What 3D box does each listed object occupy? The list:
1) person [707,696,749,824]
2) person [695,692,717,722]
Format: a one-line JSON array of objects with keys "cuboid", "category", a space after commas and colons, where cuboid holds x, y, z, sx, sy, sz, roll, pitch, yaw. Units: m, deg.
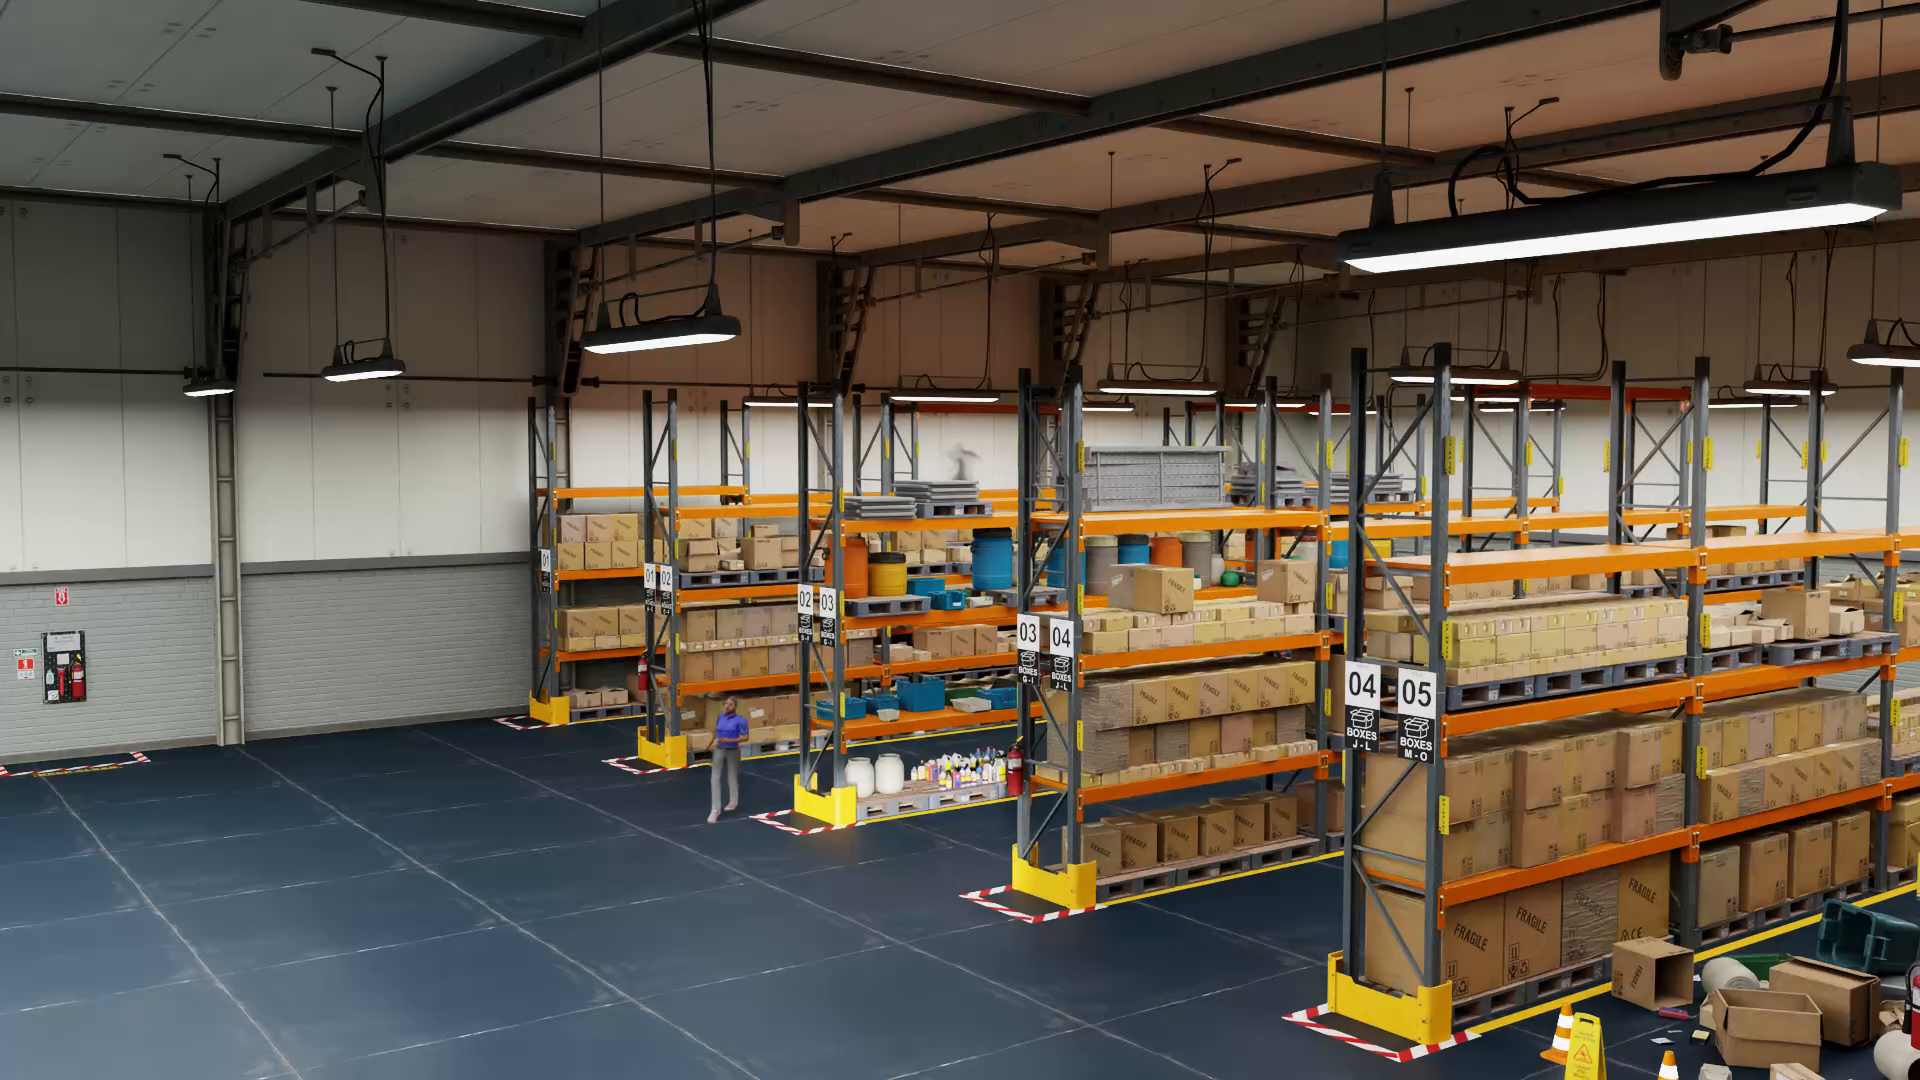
[{"cuboid": [-3.189, 2.991, 22.821, 0.629, 1.688, 0.786, 1, 3, 9], "category": "person"}, {"cuboid": [-4.449, 2.638, 29.190, 0.508, 1.587, 0.657, 3, 5, 42], "category": "person"}]
